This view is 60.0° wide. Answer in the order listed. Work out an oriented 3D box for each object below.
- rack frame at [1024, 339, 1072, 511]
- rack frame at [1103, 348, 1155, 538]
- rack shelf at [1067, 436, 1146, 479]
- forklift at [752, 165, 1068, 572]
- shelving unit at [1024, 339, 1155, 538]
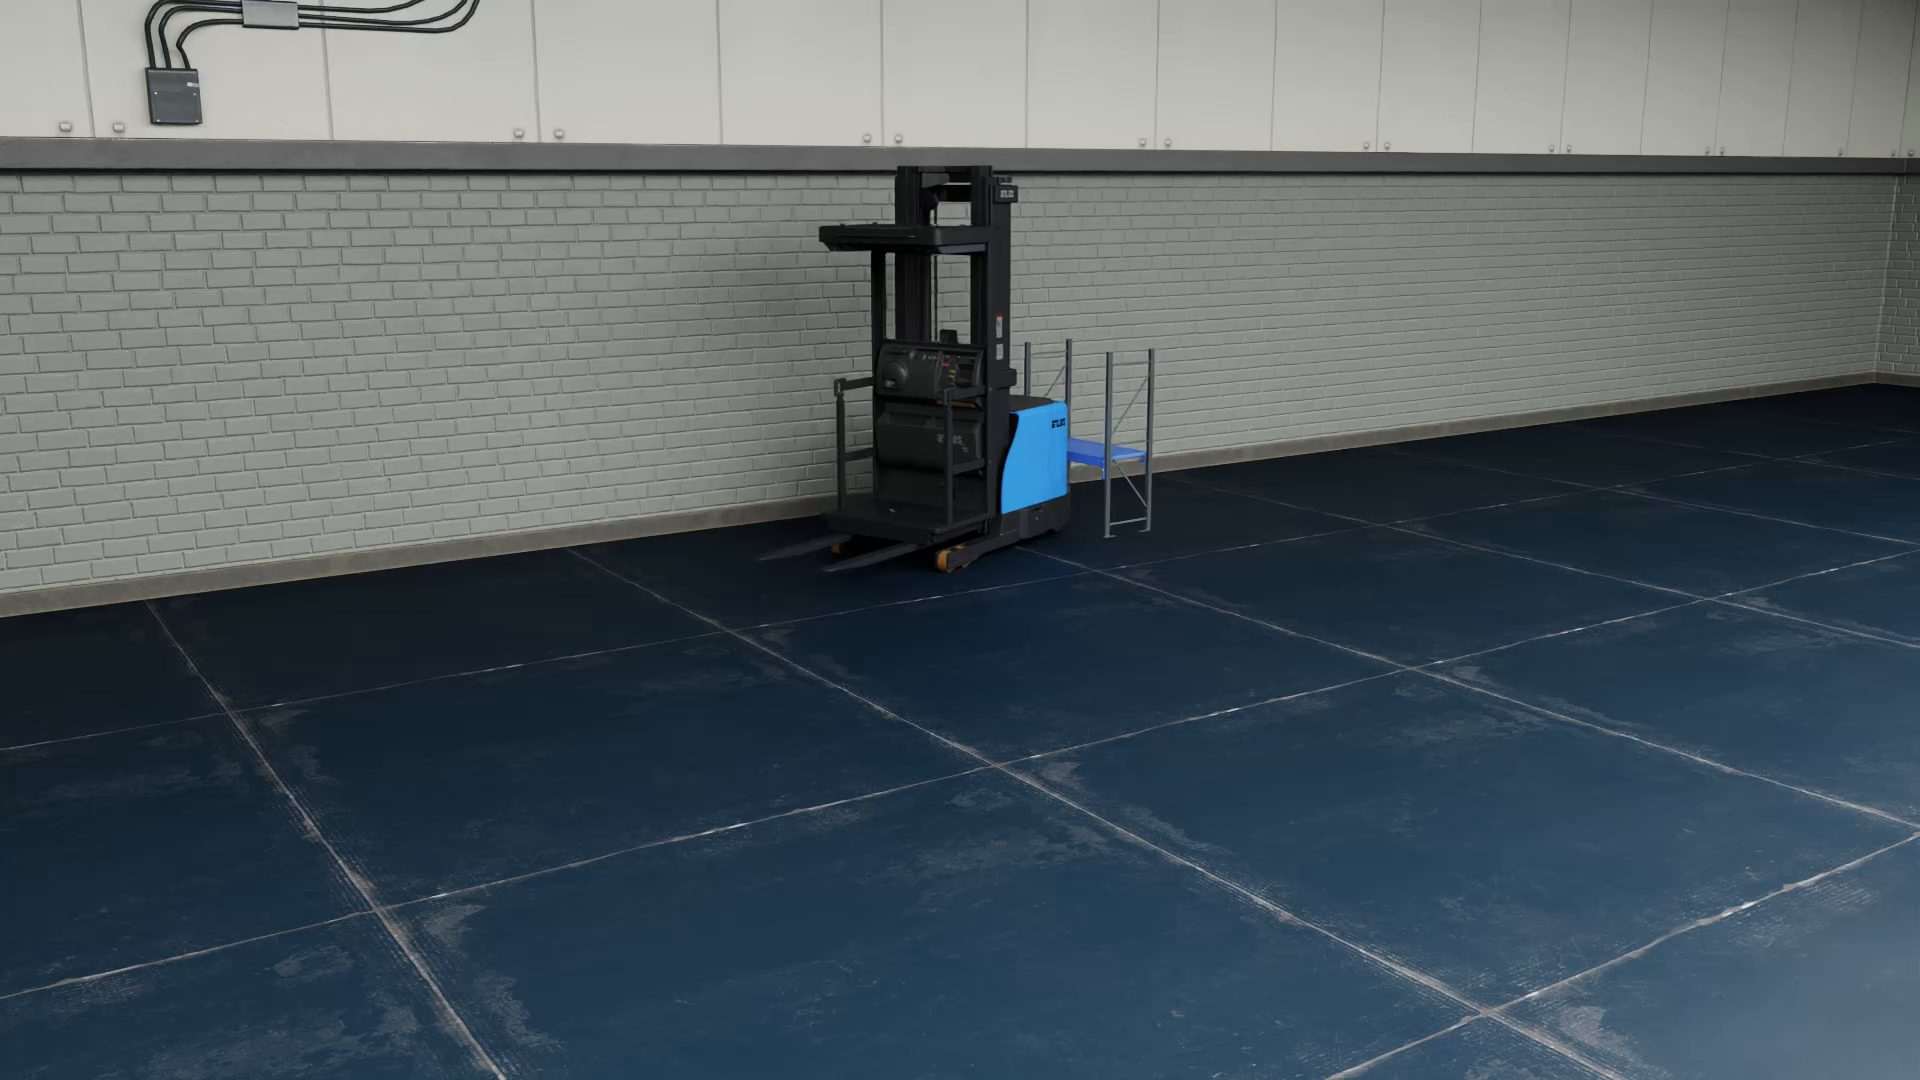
[{"bbox_3d":[0.750,-0.956,14.223,0.500,1.500,0.032,-9,15,-36],"label":"rack frame"},{"bbox_3d":[1.365,-0.783,13.432,0.500,1.500,0.032,-9,15,-36],"label":"rack frame"},{"bbox_3d":[1.058,-0.694,13.866,0.538,0.185,1.000,-9,15,-36],"label":"rack shelf"},{"bbox_3d":[-0.349,-1.307,12.478,1.130,2.935,3.031,8,15,33],"label":"forklift"},{"bbox_3d":[1.058,-0.870,13.827,0.538,1.500,1.048,-9,15,-36],"label":"shelving unit"}]
